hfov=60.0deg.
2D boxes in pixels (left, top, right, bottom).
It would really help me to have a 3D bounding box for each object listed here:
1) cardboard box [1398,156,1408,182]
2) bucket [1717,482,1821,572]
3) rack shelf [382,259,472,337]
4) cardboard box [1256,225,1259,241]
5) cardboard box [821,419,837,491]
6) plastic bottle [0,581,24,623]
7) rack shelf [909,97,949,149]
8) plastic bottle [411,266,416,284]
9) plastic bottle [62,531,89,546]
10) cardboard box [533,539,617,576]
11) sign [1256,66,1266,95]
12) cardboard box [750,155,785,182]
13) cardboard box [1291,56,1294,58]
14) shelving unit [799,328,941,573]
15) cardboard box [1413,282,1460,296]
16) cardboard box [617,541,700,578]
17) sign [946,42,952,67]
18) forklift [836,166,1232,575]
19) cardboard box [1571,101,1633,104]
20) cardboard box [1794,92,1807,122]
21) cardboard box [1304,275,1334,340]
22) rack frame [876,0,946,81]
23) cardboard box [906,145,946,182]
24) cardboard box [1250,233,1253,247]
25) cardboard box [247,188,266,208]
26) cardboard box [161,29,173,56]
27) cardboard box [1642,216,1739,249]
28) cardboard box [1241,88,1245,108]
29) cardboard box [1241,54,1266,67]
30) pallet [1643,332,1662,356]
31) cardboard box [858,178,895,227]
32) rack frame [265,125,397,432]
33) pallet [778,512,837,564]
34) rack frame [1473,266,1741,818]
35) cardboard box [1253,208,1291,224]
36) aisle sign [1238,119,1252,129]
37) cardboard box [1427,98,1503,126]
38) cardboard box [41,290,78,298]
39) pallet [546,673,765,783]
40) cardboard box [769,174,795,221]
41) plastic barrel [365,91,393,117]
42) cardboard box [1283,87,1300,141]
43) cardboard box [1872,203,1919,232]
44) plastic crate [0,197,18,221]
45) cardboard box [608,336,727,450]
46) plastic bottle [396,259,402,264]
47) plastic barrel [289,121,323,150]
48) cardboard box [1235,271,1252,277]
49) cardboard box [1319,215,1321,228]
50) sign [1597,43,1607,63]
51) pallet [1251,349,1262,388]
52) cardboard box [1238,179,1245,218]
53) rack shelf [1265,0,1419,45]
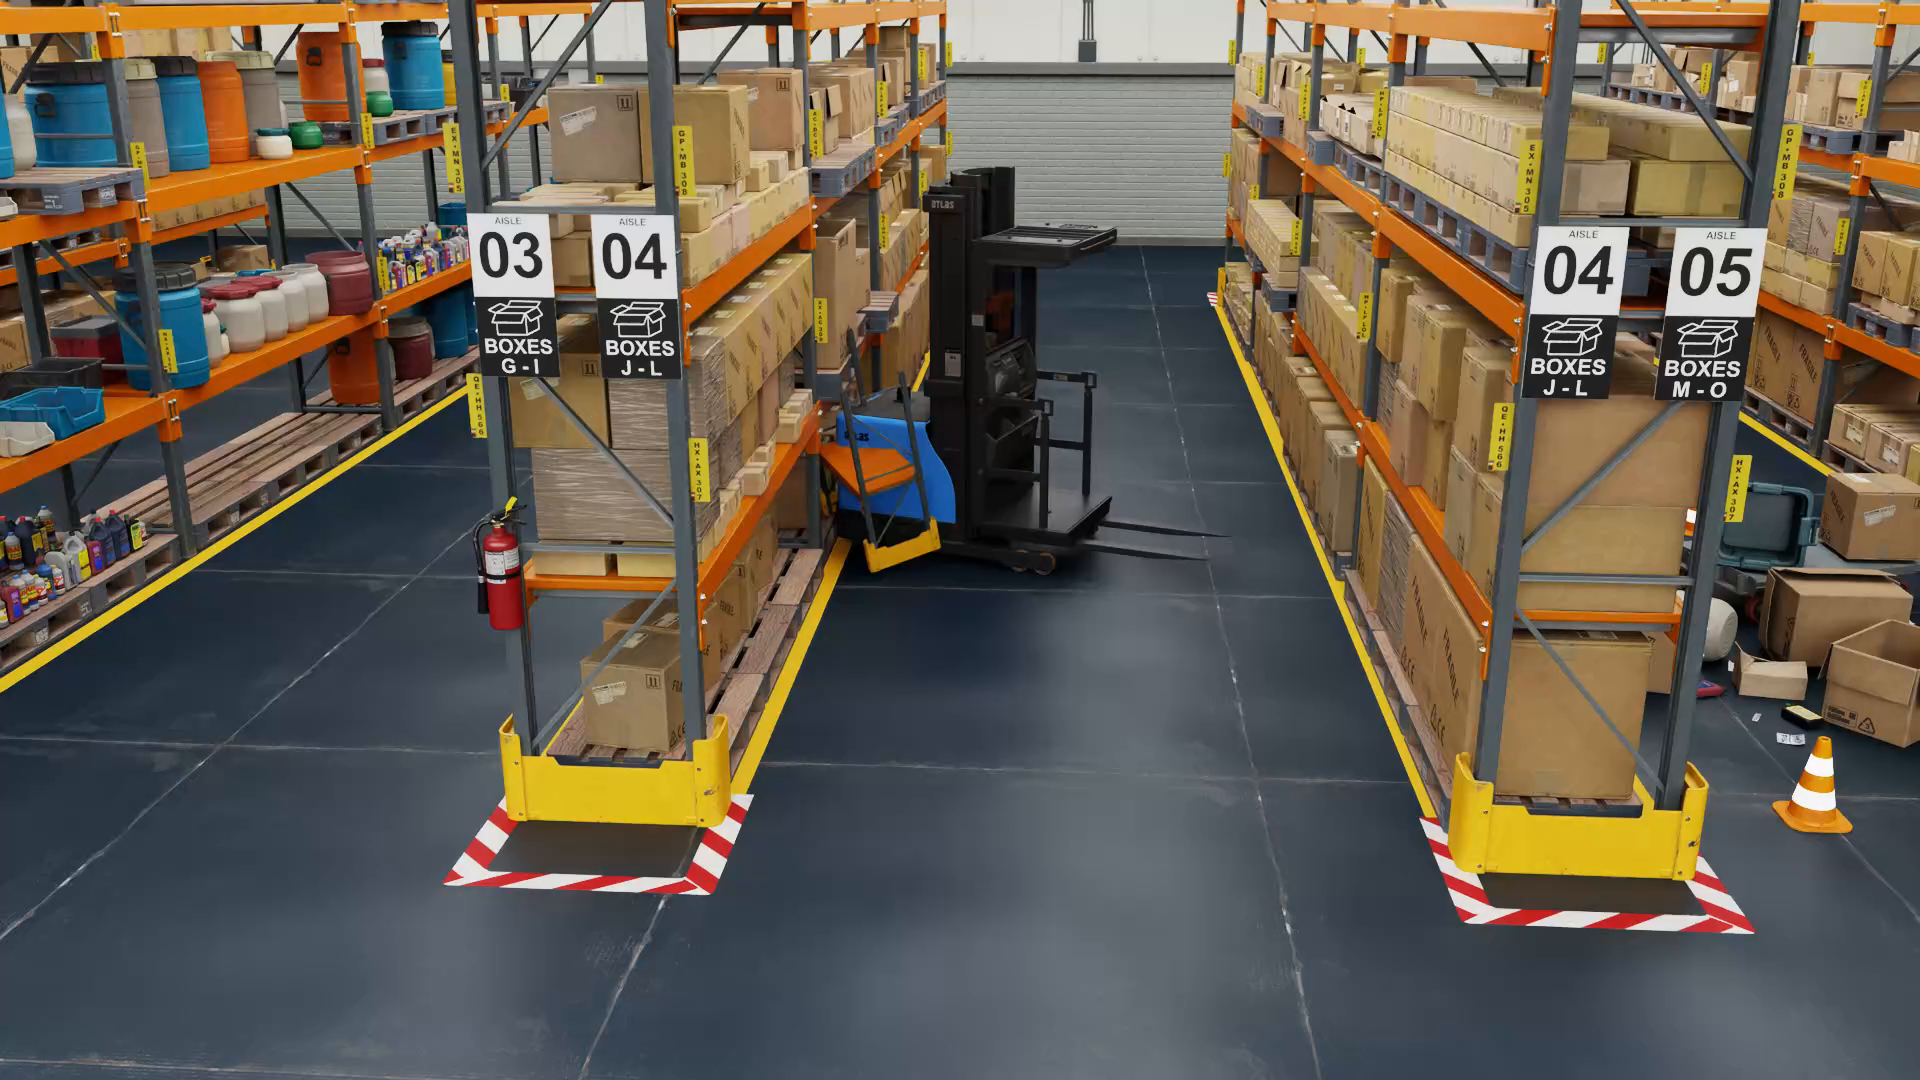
[{"bbox_3d":[2.984,-2.339,10.494,0.380,0.149,0.250,1,18,4],"label":"cardboard box"},{"bbox_3d":[5.675,-0.122,11.794,0.726,0.611,0.620,8,10,23],"label":"bucket"},{"bbox_3d":[-6.065,-2.823,18.377,1.077,0.370,4.000,1,18,4],"label":"rack shelf"},{"bbox_3d":[3.402,-3.318,17.982,0.380,0.149,0.250,2,18,6],"label":"cardboard box"},{"bbox_3d":[-1.397,-0.724,14.123,0.700,0.500,0.500,0,18,-1],"label":"cardboard box"},{"bbox_3d":[-6.307,0.396,11.052,0.061,0.283,0.133,2,18,5],"label":"plastic bottle"},{"bbox_3d":[-0.838,-5.380,21.364,1.077,0.370,4.000,1,18,4],"label":"rack shelf"},{"bbox_3d":[-5.777,-2.797,17.461,0.097,0.201,0.097,0,18,0],"label":"plastic bottle"},{"bbox_3d":[-6.417,0.054,12.108,0.152,0.276,0.135,1,18,4],"label":"plastic bottle"},{"bbox_3d":[-2.027,0.078,8.772,0.380,0.149,0.250,1,18,4],"label":"cardboard box"},{"bbox_3d":[3.417,-5.214,18.872,0.100,0.325,0.005,1,18,4],"label":"sign"},{"bbox_3d":[-1.326,-2.380,10.653,0.380,0.149,0.250,1,18,2],"label":"cardboard box"},{"bbox_3d":[4.391,-6.050,21.050,0.380,0.149,0.250,2,18,5],"label":"cardboard box"},{"bbox_3d":[-0.737,-0.703,12.708,0.587,1.500,1.083,-20,31,-17],"label":"shelving unit"},{"bbox_3d":[3.401,-1.346,10.739,0.875,0.550,0.550,1,18,4],"label":"cardboard box"},{"bbox_3d":[-1.584,0.087,8.742,0.380,0.149,0.250,1,18,4],"label":"cardboard box"},{"bbox_3d":[-0.155,-6.710,22.972,0.100,0.325,0.005,1,18,4],"label":"sign"},{"bbox_3d":[0.578,-1.316,12.733,3.031,2.935,1.130,8,20,22],"label":"forklift"},{"bbox_3d":[3.568,-2.389,9.366,0.380,0.149,0.250,2,18,5],"label":"cardboard box"},{"bbox_3d":[8.366,-4.209,16.174,0.396,0.266,0.258,1,18,3],"label":"cardboard box"},{"bbox_3d":[3.337,-2.047,14.693,0.500,0.500,0.500,1,18,3],"label":"cardboard box"},{"bbox_3d":[-0.695,-7.769,22.680,1.000,3.000,0.127,1,18,4],"label":"rack frame"},{"bbox_3d":[-0.468,-5.187,22.995,0.500,0.500,0.500,2,18,5],"label":"cardboard box"},{"bbox_3d":[3.436,-3.338,18.521,0.380,0.149,0.250,1,18,4],"label":"cardboard box"},{"bbox_3d":[-10.336,-5.043,23.834,0.500,0.500,0.500,2,18,6],"label":"cardboard box"},{"bbox_3d":[-10.774,-6.464,21.750,0.700,0.500,0.500,1,18,4],"label":"cardboard box"},{"bbox_3d":[3.443,-1.459,7.810,0.380,0.149,0.250,1,18,4],"label":"cardboard box"},{"bbox_3d":[3.892,-5.673,21.341,0.500,0.250,0.500,1,18,2],"label":"cardboard box"},{"bbox_3d":[3.848,-6.225,21.583,0.380,0.149,0.250,2,18,5],"label":"cardboard box"},{"bbox_3d":[9.036,-2.364,20.298,1.003,0.211,1.213,1,18,4],"label":"pallet"},{"bbox_3d":[-1.109,-3.595,17.806,0.797,0.503,0.637,2,18,6],"label":"cardboard box"},{"bbox_3d":[-6.209,-2.544,16.369,1.000,3.000,0.127,1,18,4],"label":"rack frame"},{"bbox_3d":[-1.501,-0.108,13.413,1.003,0.211,1.213,1,18,4],"label":"pallet"},{"bbox_3d":[3.098,0.193,8.015,1.000,3.000,0.127,1,18,4],"label":"rack frame"},{"bbox_3d":[3.416,-3.541,18.185,0.380,0.149,0.250,1,18,3],"label":"cardboard box"},{"bbox_3d":[3.951,-6.041,22.866,0.394,0.787,0.004,1,18,4],"label":"aisle sign"},{"bbox_3d":[2.930,-2.480,9.645,0.380,0.149,0.250,1,18,4],"label":"cardboard box"},{"bbox_3d":[-11.140,-2.774,20.380,0.500,0.500,0.500,0,18,1],"label":"cardboard box"},{"bbox_3d":[-1.743,1.101,9.723,1.003,0.211,1.213,1,18,4],"label":"pallet"},{"bbox_3d":[-1.375,-2.236,10.853,0.500,0.250,0.500,2,18,5],"label":"cardboard box"},{"bbox_3d":[-5.903,-4.419,16.850,0.294,0.245,0.294,0,18,0],"label":"plastic barrel"},{"bbox_3d":[3.522,-4.258,16.623,0.500,0.500,0.500,1,18,4],"label":"cardboard box"},{"bbox_3d":[8.895,-2.882,15.636,0.500,0.500,0.500,1,18,2],"label":"cardboard box"},{"bbox_3d":[-6.207,-2.094,10.603,0.243,0.136,0.396,1,18,4],"label":"plastic crate"},{"bbox_3d":[-1.531,-0.777,8.734,0.500,0.500,0.500,1,18,4],"label":"cardboard box"},{"bbox_3d":[-5.847,-2.790,17.328,0.097,0.271,0.097,0,18,0],"label":"plastic bottle"},{"bbox_3d":[-6.175,-3.818,15.689,0.294,0.245,0.294,0,18,0],"label":"plastic barrel"},{"bbox_3d":[3.888,-3.506,22.253,0.380,0.149,0.250,0,18,1],"label":"cardboard box"},{"bbox_3d":[4.030,-3.363,17.642,0.380,0.149,0.250,0,18,1],"label":"cardboard box"},{"bbox_3d":[8.637,-6.589,22.367,0.100,0.325,0.005,1,18,4],"label":"sign"},{"bbox_3d":[3.904,-1.967,19.086,1.003,0.211,1.213,1,18,4],"label":"pallet"},{"bbox_3d":[3.846,-4.354,21.256,0.500,0.500,0.500,1,18,2],"label":"cardboard box"},{"bbox_3d":[3.815,-5.231,16.734,1.077,0.370,4.000,1,18,4],"label":"rack shelf"}]
